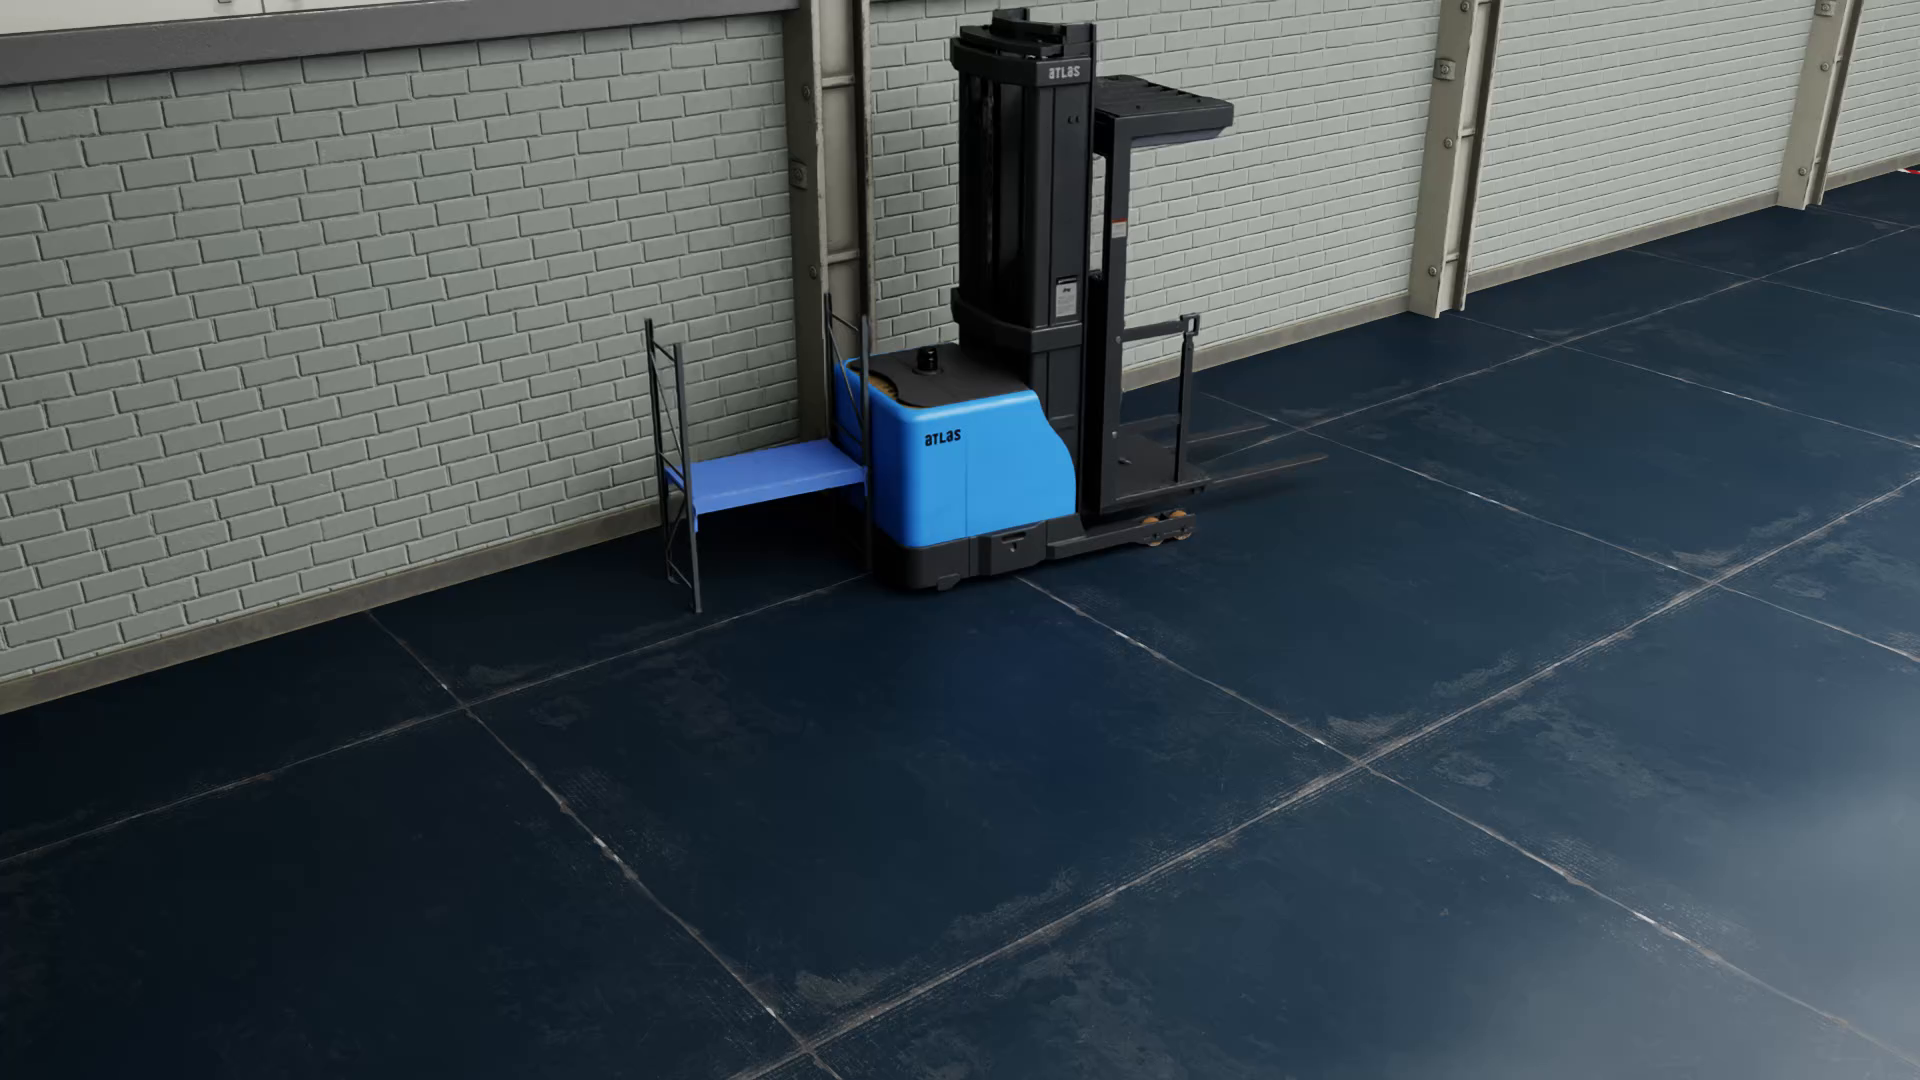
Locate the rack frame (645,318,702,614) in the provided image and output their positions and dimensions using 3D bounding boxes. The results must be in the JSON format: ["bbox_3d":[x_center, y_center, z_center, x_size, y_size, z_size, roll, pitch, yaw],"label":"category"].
[{"bbox_3d":[-1.516,-0.381,8.790,0.032,1.500,0.500,-13,28,-25],"label":"rack frame"}]

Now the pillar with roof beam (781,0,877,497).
[{"bbox_3d":[1.902,-3.022,5.572,0.400,9.000,9.100,-18,31,-34],"label":"pillar with roof beam"}]

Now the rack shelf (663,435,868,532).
[{"bbox_3d":[-1.066,-0.318,9.081,1.000,0.185,0.538,-13,28,-25],"label":"rack shelf"}]

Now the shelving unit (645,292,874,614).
[{"bbox_3d":[-1.066,-0.481,9.005,1.048,1.500,0.538,-13,28,-25],"label":"shelving unit"}]

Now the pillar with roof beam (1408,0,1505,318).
[{"bbox_3d":[6.624,-4.581,8.930,0.400,9.000,9.100,-18,31,-34],"label":"pillar with roof beam"}]

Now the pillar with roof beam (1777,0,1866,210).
[{"bbox_3d":[11.345,-6.139,12.289,0.400,9.000,9.100,-18,31,-34],"label":"pillar with roof beam"}]

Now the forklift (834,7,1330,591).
[{"bbox_3d":[0.808,-1.476,9.448,3.031,2.935,1.130,-13,28,-25],"label":"forklift"}]

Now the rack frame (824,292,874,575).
[{"bbox_3d":[-0.617,-0.581,9.221,0.032,1.500,0.500,-13,28,-25],"label":"rack frame"}]
